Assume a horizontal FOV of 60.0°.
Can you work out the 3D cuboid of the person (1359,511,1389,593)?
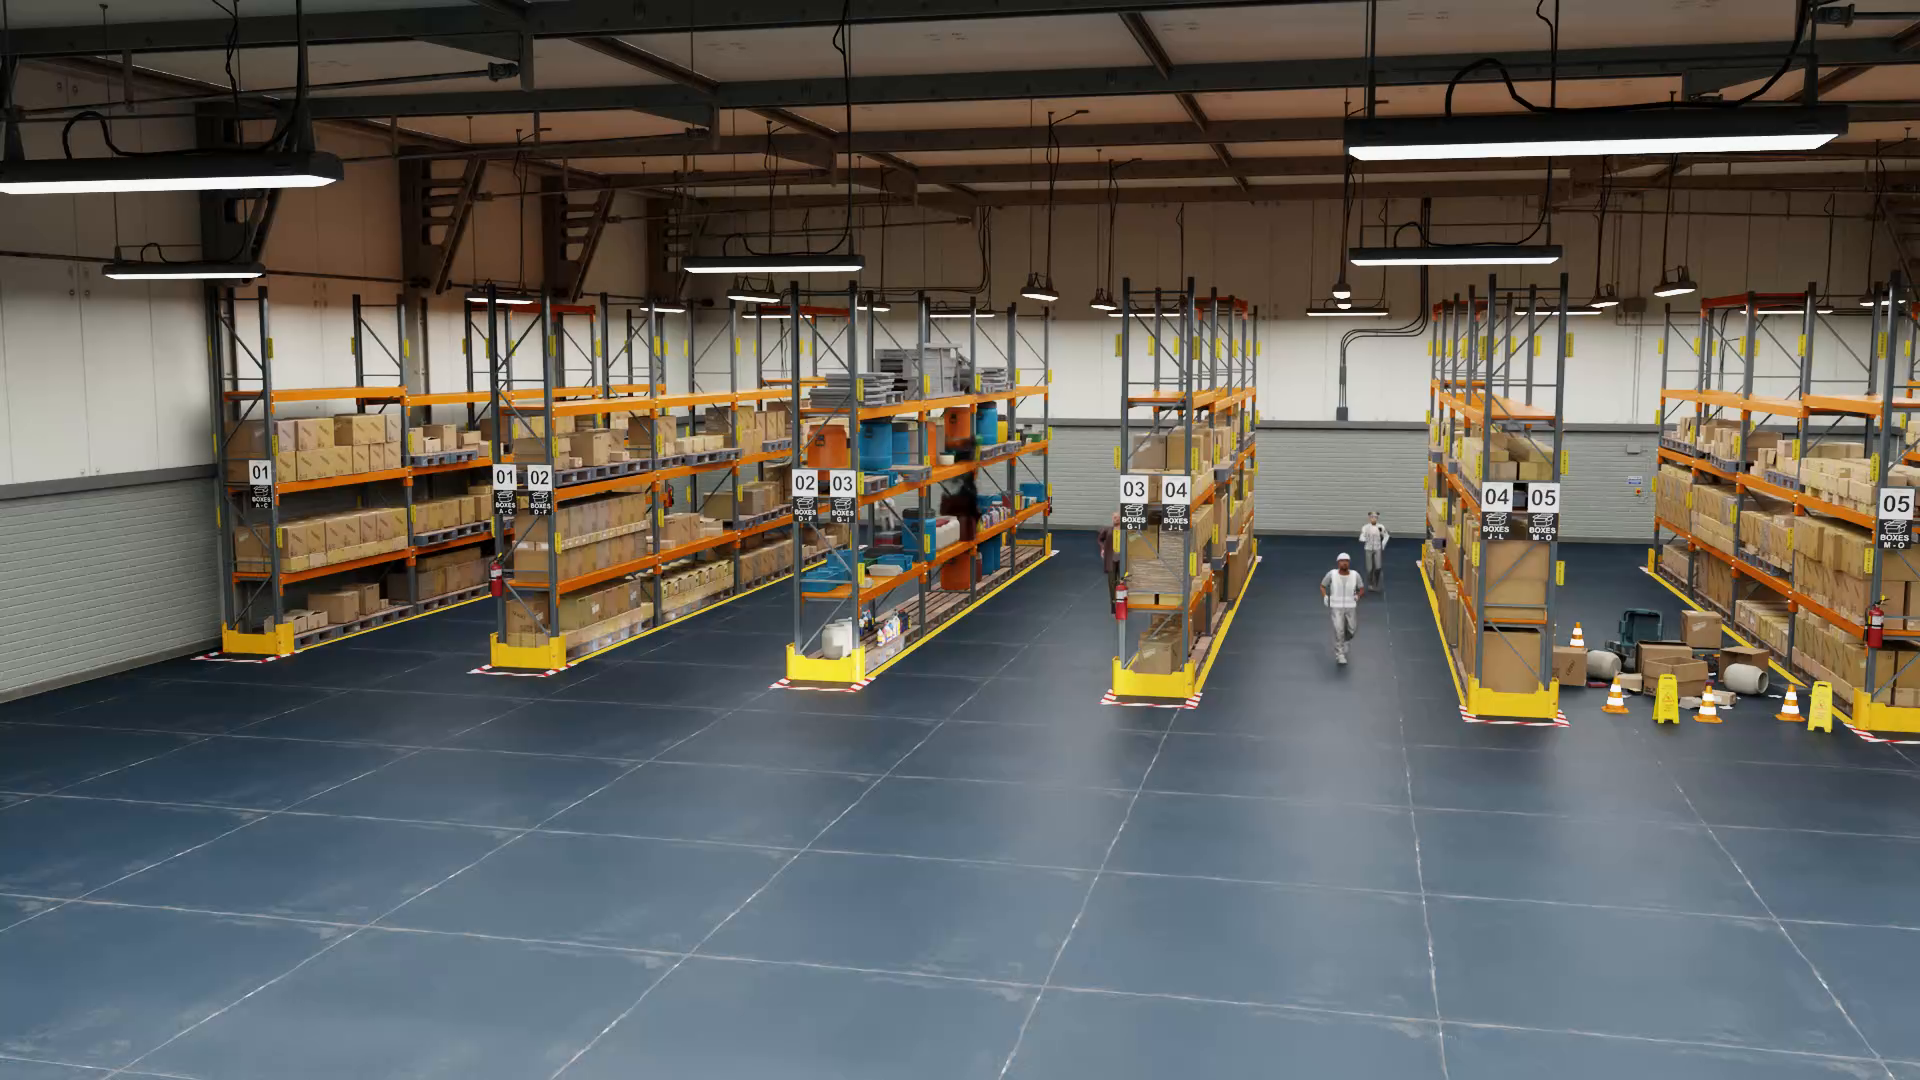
[{"bbox_3d":[8.525,0.239,34.241,0.595,1.695,0.619,2,7,13],"label":"person"}]

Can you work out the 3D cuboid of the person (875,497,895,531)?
[{"bbox_3d":[-1.882,-0.568,41.748,0.568,1.609,0.576,-2,7,-19],"label":"person"}]

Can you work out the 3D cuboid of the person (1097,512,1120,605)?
[{"bbox_3d":[2.840,0.372,30.285,0.715,1.755,0.741,1,7,6],"label":"person"}]

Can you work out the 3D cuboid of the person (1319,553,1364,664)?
[{"bbox_3d":[6.123,1.080,26.650,0.695,1.750,0.818,0,7,4],"label":"person"}]
